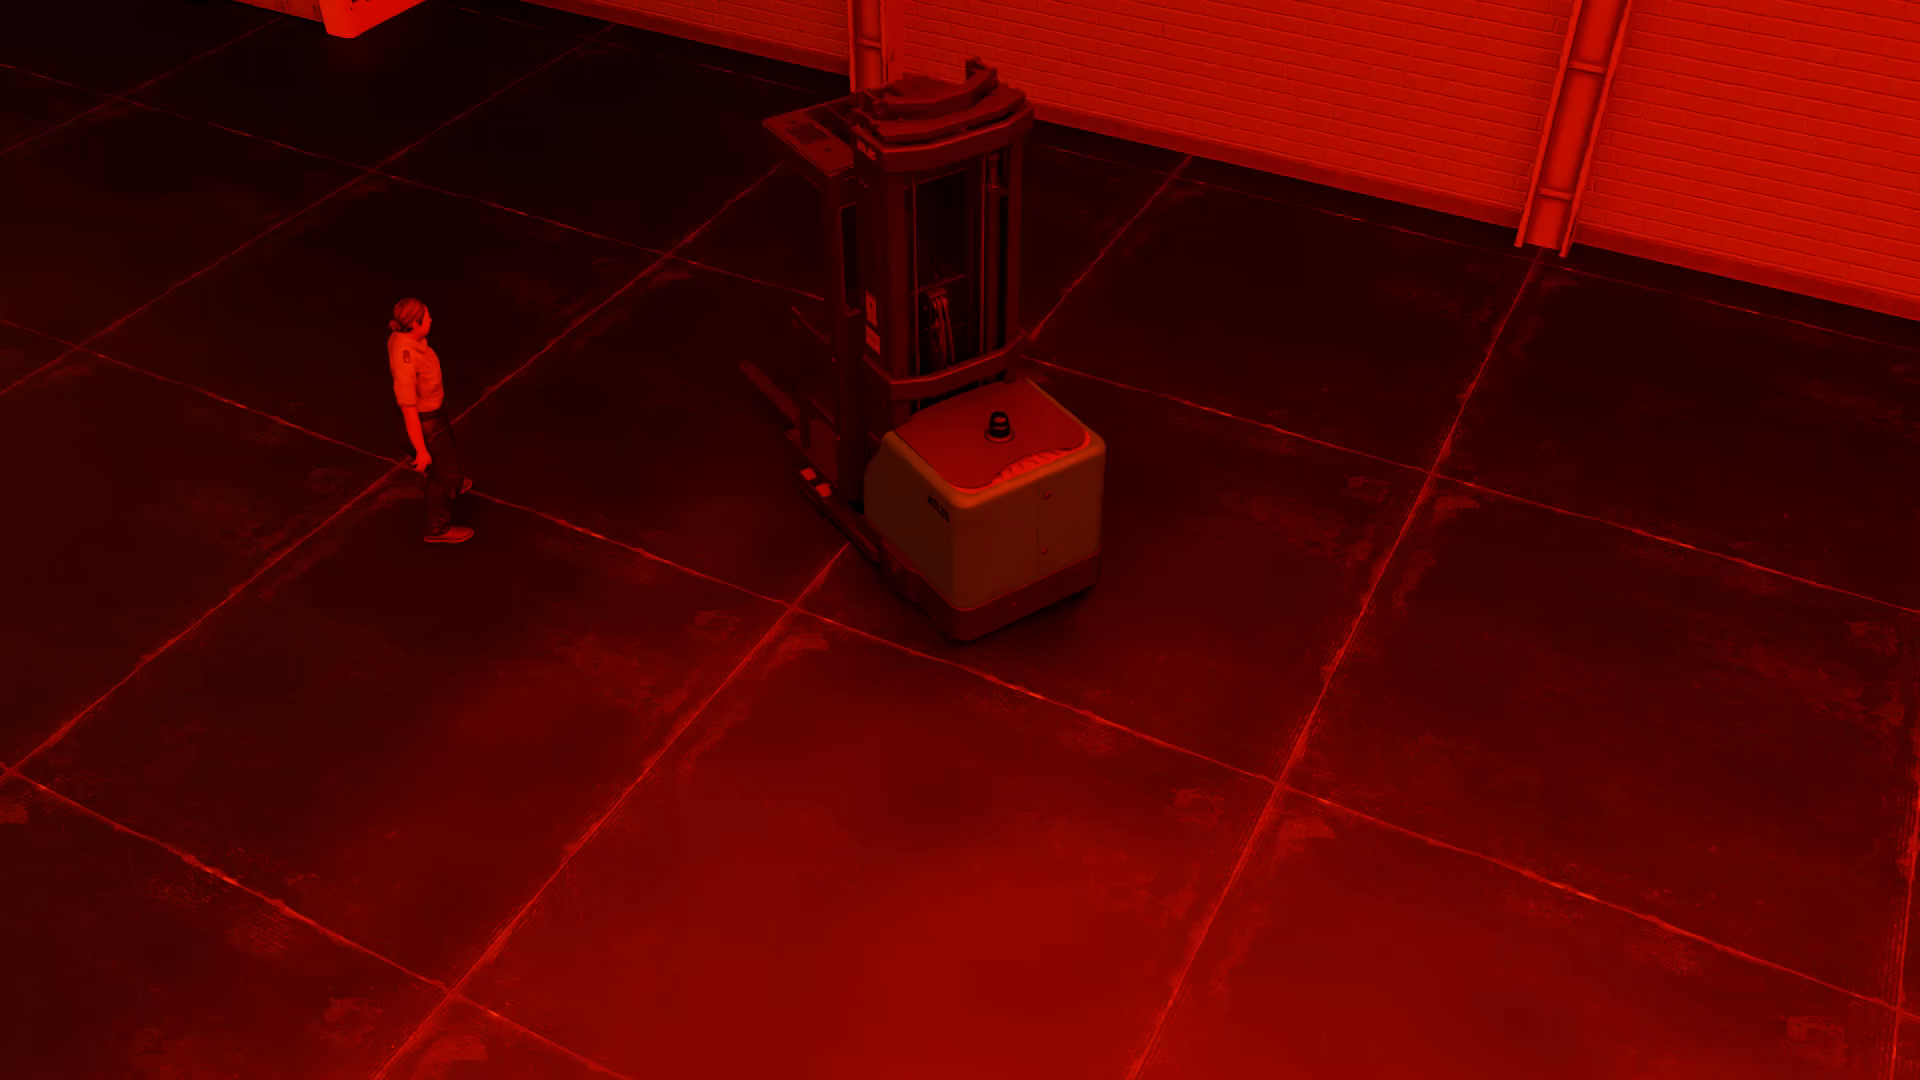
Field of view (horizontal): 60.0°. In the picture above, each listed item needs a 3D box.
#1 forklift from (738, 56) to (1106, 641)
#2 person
[{"bbox_3d":[-0.402,-1.462,9.723,1.130,2.935,3.031,-23,45,-25],"label":"forklift"},{"bbox_3d":[-3.183,-0.731,9.874,0.371,1.625,0.779,-14,42,-16],"label":"person"}]
